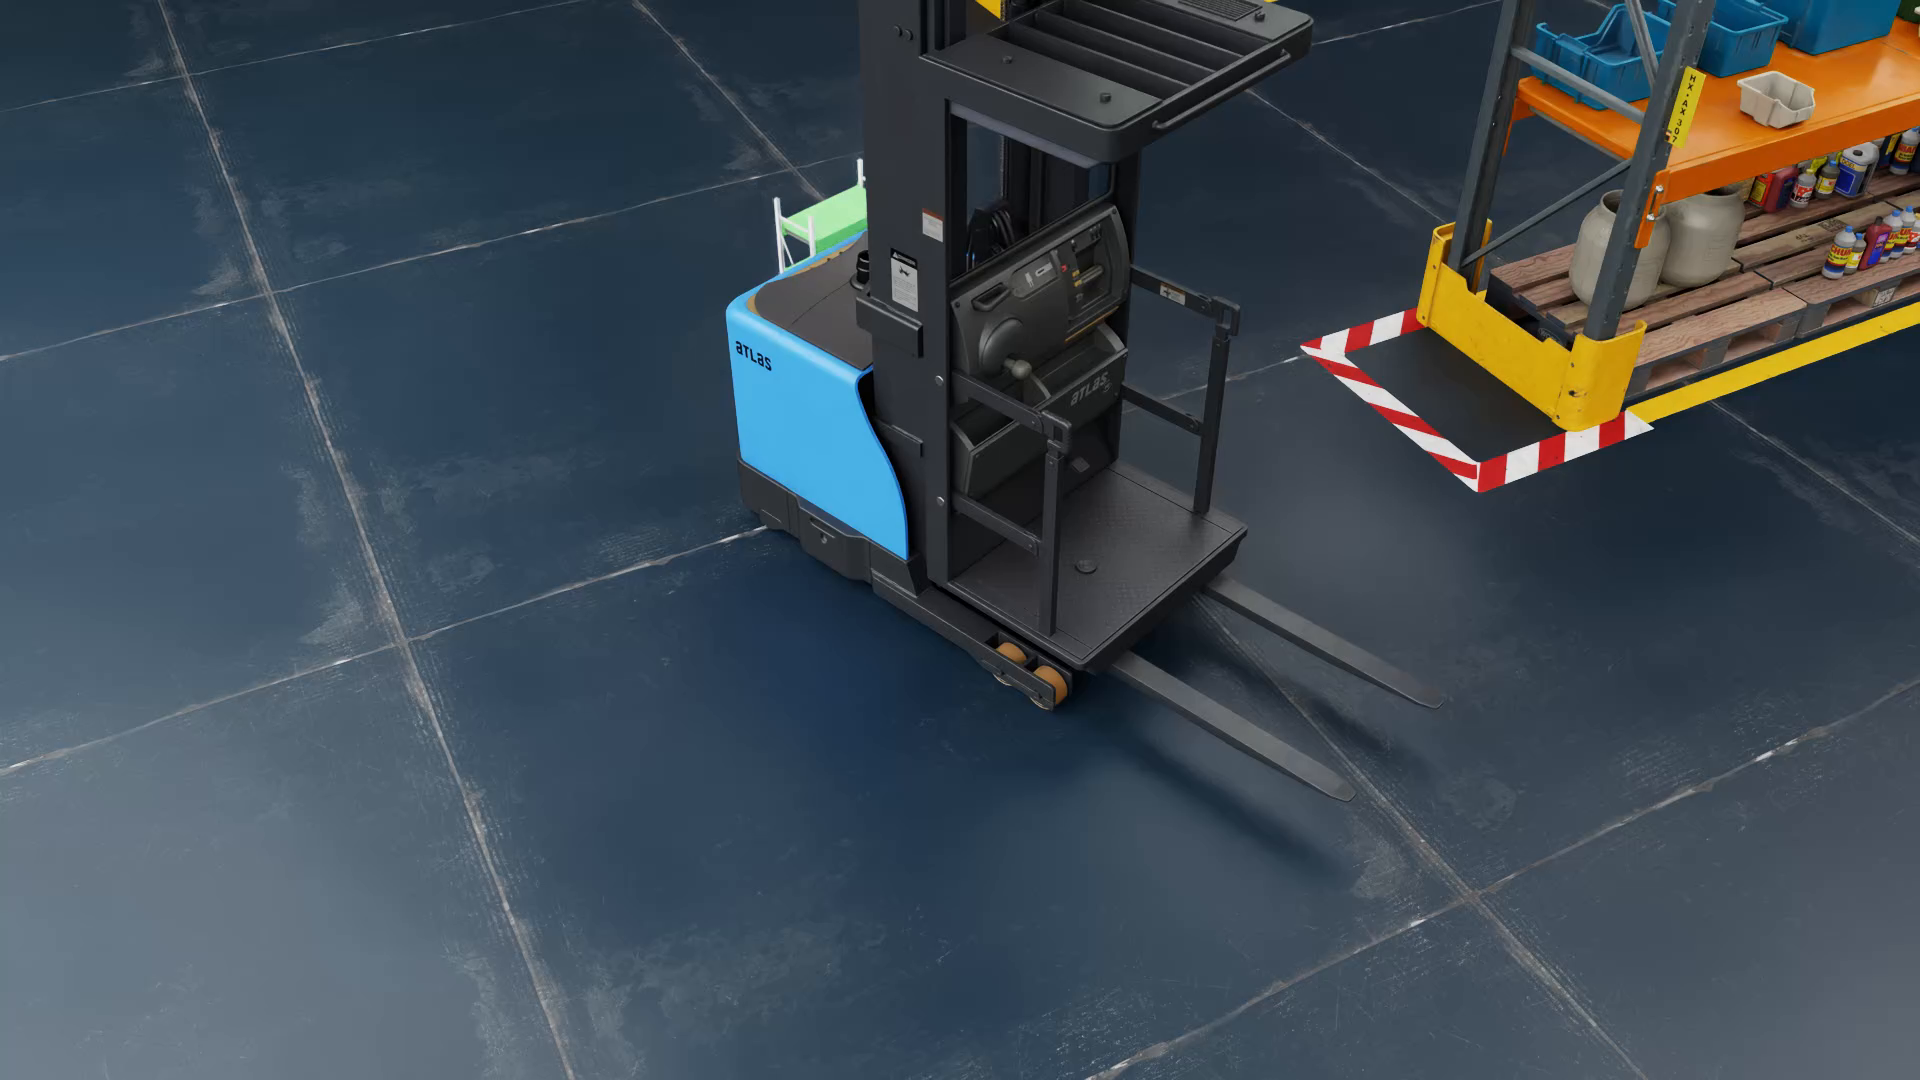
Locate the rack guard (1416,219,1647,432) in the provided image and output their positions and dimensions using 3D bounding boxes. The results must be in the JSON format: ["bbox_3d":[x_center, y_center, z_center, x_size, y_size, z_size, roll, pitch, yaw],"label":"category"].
[{"bbox_3d":[2.760,-1.073,8.130,0.348,0.500,1.175,-19,44,-21],"label":"rack guard"}]

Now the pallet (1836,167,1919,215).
[{"bbox_3d":[5.647,-1.930,9.367,1.213,0.211,1.003,-19,44,-21],"label":"pallet"}]

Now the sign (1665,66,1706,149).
[{"bbox_3d":[2.964,-1.766,6.801,0.005,0.325,0.100,-19,44,-21],"label":"sign"}]

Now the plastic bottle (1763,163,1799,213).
[{"bbox_3d":[4.426,-1.906,8.942,0.133,0.283,0.061,-19,44,-21],"label":"plastic bottle"}]

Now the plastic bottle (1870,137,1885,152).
[{"bbox_3d":[5.073,-2.173,9.266,0.097,0.271,0.097,0,40,0],"label":"plastic bottle"}]

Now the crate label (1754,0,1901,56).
[{"bbox_3d":[4.221,-2.695,8.085,0.616,0.435,0.502,-19,44,-21],"label":"crate label"}]

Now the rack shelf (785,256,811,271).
[{"bbox_3d":[-0.535,-1.201,7.467,0.258,0.148,0.480,32,50,32],"label":"rack shelf"}]

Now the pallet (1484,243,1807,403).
[{"bbox_3d":[3.483,-1.202,8.506,1.213,0.211,1.003,-19,44,-21],"label":"pallet"}]

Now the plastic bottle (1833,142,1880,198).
[{"bbox_3d":[4.900,-2.035,9.101,0.135,0.276,0.152,-19,44,-21],"label":"plastic bottle"}]

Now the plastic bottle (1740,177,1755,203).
[{"bbox_3d":[4.236,-1.953,8.997,0.133,0.283,0.061,-18,43,-20],"label":"plastic bottle"}]

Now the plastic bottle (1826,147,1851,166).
[{"bbox_3d":[4.810,-2.141,9.168,0.185,0.351,0.144,-19,44,-21],"label":"plastic bottle"}]

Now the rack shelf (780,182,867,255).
[{"bbox_3d":[-0.535,-1.384,7.312,0.258,0.148,0.480,32,50,32],"label":"rack shelf"}]

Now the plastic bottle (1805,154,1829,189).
[{"bbox_3d":[4.645,-2.086,9.102,0.185,0.351,0.144,-17,43,-19],"label":"plastic bottle"}]

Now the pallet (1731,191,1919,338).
[{"bbox_3d":[4.563,-1.563,8.933,1.213,0.211,1.003,-19,44,-21],"label":"pallet"}]

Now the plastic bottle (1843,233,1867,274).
[{"bbox_3d":[4.558,-1.470,8.491,0.097,0.201,0.097,0,40,0],"label":"plastic bottle"}]

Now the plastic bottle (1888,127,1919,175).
[{"bbox_3d":[5.281,-2.182,9.277,0.097,0.271,0.097,0,40,0],"label":"plastic bottle"}]

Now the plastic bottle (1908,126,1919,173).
[{"bbox_3d":[5.421,-2.242,9.287,0.185,0.351,0.144,-19,44,-21],"label":"plastic bottle"}]

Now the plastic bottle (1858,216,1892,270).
[{"bbox_3d":[4.675,-1.528,8.495,0.133,0.283,0.061,-18,43,-20],"label":"plastic bottle"}]

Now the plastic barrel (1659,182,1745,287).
[{"bbox_3d":[3.707,-1.578,8.393,0.421,0.512,0.421,0,40,0],"label":"plastic barrel"}]

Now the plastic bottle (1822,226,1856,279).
[{"bbox_3d":[4.466,-1.466,8.432,0.097,0.271,0.097,0,40,0],"label":"plastic bottle"}]

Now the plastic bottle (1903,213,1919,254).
[{"bbox_3d":[4.947,-1.601,8.645,0.097,0.201,0.097,0,40,0],"label":"plastic bottle"}]

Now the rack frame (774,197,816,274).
[{"bbox_3d":[-0.706,-0.954,7.448,0.240,1.200,0.015,32,50,32],"label":"rack frame"}]

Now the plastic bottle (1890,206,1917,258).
[{"bbox_3d":[4.859,-1.598,8.588,0.097,0.271,0.097,0,40,0],"label":"plastic bottle"}]

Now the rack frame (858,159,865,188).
[{"bbox_3d":[-0.364,-1.179,7.714,0.240,1.200,0.015,32,50,32],"label":"rack frame"}]

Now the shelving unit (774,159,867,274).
[{"bbox_3d":[-0.535,-1.066,7.581,0.258,1.200,0.503,32,50,32],"label":"shelving unit"}]

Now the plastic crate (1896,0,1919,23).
[{"bbox_3d":[4.927,-2.847,8.455,0.662,0.188,0.450,-19,44,-21],"label":"plastic crate"}]

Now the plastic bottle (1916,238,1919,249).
[{"bbox_3d":[5.038,-1.659,8.659,0.097,0.271,0.097,0,40,0],"label":"plastic bottle"}]

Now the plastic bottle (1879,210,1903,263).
[{"bbox_3d":[4.770,-1.568,8.552,0.097,0.271,0.097,0,40,0],"label":"plastic bottle"}]

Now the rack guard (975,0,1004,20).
[{"bbox_3d":[0.408,-3.855,11.418,0.348,0.500,1.175,-19,44,-21],"label":"rack guard"}]

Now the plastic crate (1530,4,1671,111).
[{"bbox_3d":[3.020,-2.241,7.691,0.616,0.251,0.499,-19,44,-21],"label":"plastic crate"}]

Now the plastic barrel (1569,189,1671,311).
[{"bbox_3d":[3.262,-1.428,8.216,0.421,0.512,0.421,0,40,0],"label":"plastic barrel"}]

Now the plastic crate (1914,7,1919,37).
[{"bbox_3d":[4.938,-2.440,8.016,0.437,0.136,0.530,-19,44,-21],"label":"plastic crate"}]

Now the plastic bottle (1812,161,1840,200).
[{"bbox_3d":[4.739,-1.973,9.084,0.097,0.201,0.097,0,40,0],"label":"plastic bottle"}]

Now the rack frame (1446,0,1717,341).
[{"bbox_3d":[2.714,-1.977,7.264,0.127,3.000,1.000,-19,44,-21],"label":"rack frame"}]

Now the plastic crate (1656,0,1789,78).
[{"bbox_3d":[3.598,-2.432,7.916,0.408,0.251,0.499,-19,44,-21],"label":"plastic crate"}]

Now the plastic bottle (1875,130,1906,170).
[{"bbox_3d":[5.187,-2.268,9.318,0.185,0.351,0.144,-20,44,-22],"label":"plastic bottle"}]

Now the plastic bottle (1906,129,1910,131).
[{"bbox_3d":[5.354,-2.325,9.384,0.185,0.351,0.144,-17,43,-20],"label":"plastic bottle"}]

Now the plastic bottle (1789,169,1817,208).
[{"bbox_3d":[4.574,-1.911,9.012,0.097,0.201,0.097,0,40,0],"label":"plastic bottle"}]

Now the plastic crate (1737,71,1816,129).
[{"bbox_3d":[3.656,-1.959,7.447,0.250,0.136,0.298,-19,44,-21],"label":"plastic crate"}]

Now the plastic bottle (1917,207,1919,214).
[{"bbox_3d":[5.171,-1.806,8.823,0.133,0.283,0.061,-19,44,-21],"label":"plastic bottle"}]

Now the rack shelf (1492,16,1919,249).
[{"bbox_3d":[4.488,-2.299,8.202,4.000,0.370,1.077,-19,44,-21],"label":"rack shelf"}]

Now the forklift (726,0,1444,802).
[{"bbox_3d":[0.463,-0.847,5.983,3.031,2.935,1.130,30,49,31],"label":"forklift"}]

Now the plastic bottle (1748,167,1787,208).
[{"bbox_3d":[4.377,-1.964,9.016,0.135,0.276,0.152,-18,44,-20],"label":"plastic bottle"}]

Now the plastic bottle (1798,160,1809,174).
[{"bbox_3d":[4.500,-2.006,9.065,0.135,0.276,0.152,-20,44,-22],"label":"plastic bottle"}]
